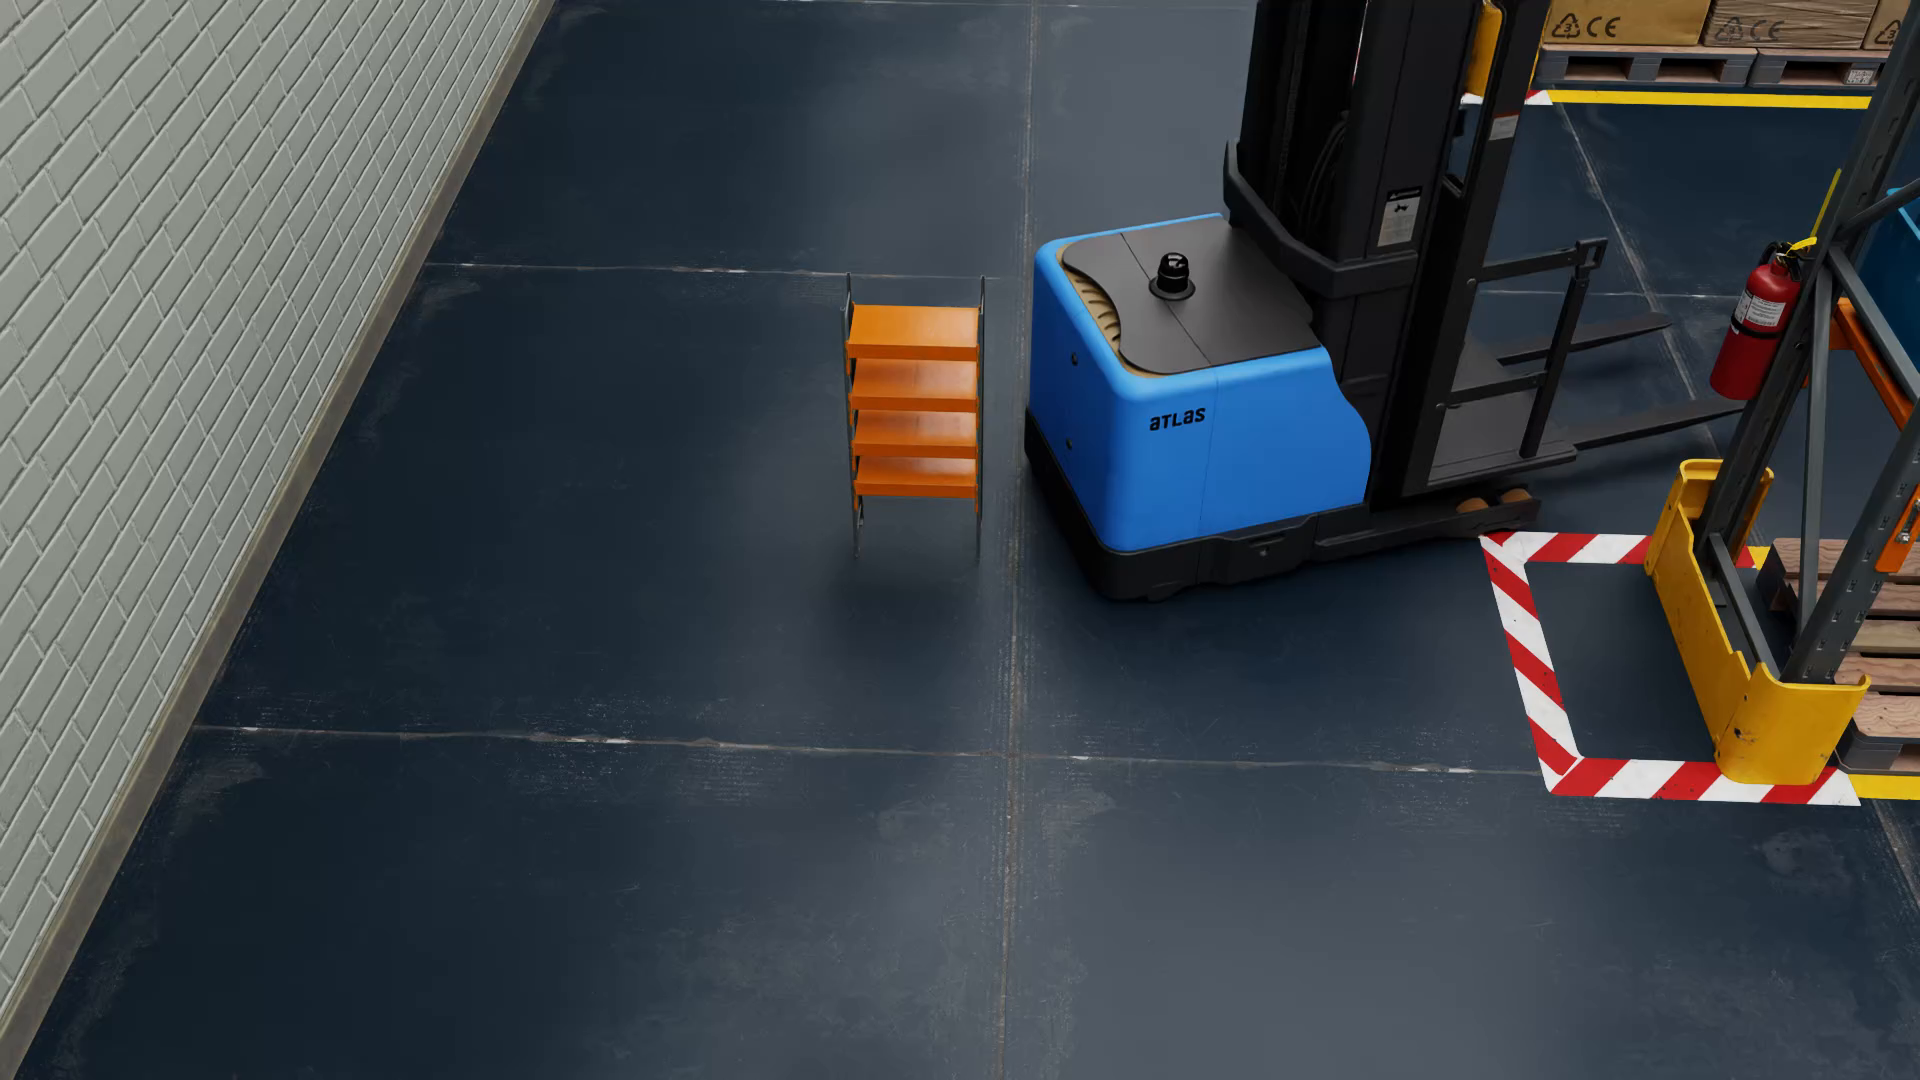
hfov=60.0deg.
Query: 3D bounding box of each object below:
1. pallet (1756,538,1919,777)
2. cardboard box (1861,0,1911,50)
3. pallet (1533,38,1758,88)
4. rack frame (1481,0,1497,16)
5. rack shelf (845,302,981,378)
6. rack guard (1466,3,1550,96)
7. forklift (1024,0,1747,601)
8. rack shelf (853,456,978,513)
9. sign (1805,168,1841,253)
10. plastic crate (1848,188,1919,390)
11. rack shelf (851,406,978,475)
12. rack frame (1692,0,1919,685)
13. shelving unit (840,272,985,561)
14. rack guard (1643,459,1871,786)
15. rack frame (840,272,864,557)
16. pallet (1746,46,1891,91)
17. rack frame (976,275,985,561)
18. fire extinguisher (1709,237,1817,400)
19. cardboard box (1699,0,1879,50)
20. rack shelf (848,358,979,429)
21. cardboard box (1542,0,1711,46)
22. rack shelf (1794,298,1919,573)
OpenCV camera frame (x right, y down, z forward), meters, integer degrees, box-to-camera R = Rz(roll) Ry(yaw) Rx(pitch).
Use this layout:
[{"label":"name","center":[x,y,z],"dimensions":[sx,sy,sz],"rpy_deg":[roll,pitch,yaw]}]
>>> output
[{"label":"pallet","center":[3.726,0.425,6.138],"dimensions":[1.213,0.211,1.003],"rpy_deg":[2,43,2]},{"label":"cardboard box","center":[5.568,-3.375,9.423],"dimensions":[0.875,0.875,0.875],"rpy_deg":[2,43,2]},{"label":"pallet","center":[3.929,-3.028,9.845],"dimensions":[1.213,0.211,1.003],"rpy_deg":[2,43,2]},{"label":"rack frame","center":[3.127,-4.019,8.864],"dimensions":[0.127,3.000,1.000],"rpy_deg":[2,43,2]},{"label":"rack shelf","center":[-0.165,-0.732,6.079],"dimensions":[0.480,0.148,0.258],"rpy_deg":[2,43,2]},{"label":"rack guard","center":[3.103,-3.105,9.717],"dimensions":[0.348,0.500,1.175],"rpy_deg":[2,43,2]},{"label":"forklift","center":[1.848,-1.413,6.116],"dimensions":[3.031,2.935,1.130],"rpy_deg":[-12,44,-12]},{"label":"rack shelf","center":[-0.165,-0.250,6.528],"dimensions":[0.480,0.148,0.258],"rpy_deg":[2,43,2]},{"label":"sign","center":[2.912,-1.081,5.591],"dimensions":[0.005,0.325,0.100],"rpy_deg":[2,43,2]},{"label":"plastic crate","center":[3.246,-0.798,5.337],"dimensions":[0.499,0.435,0.616],"rpy_deg":[2,43,2]},{"label":"rack shelf","center":[-0.165,-0.395,6.392],"dimensions":[0.480,0.148,0.258],"rpy_deg":[2,43,2]},{"label":"rack frame","center":[2.904,-0.647,5.244],"dimensions":[0.127,3.000,1.000],"rpy_deg":[2,43,2]},{"label":"shelving unit","center":[-0.165,-0.444,6.346],"dimensions":[0.503,1.200,0.258],"rpy_deg":[2,43,2]},{"label":"rack guard","center":[2.879,0.276,6.087],"dimensions":[0.348,0.500,1.175],"rpy_deg":[2,43,2]},{"label":"rack frame","center":[-0.409,-0.452,6.355],"dimensions":[0.015,1.200,0.240],"rpy_deg":[2,43,2]},{"label":"pallet","center":[5.144,-2.988,9.803],"dimensions":[1.213,0.211,1.003],"rpy_deg":[2,43,2]},{"label":"rack frame","center":[0.078,-0.437,6.338],"dimensions":[0.015,1.200,0.240],"rpy_deg":[2,43,2]},{"label":"fire extinguisher","center":[2.773,-0.796,5.734],"dimensions":[0.183,0.674,0.296],"rpy_deg":[2,43,2]},{"label":"cardboard box","center":[4.679,-3.402,9.452],"dimensions":[0.875,0.875,0.875],"rpy_deg":[2,43,2]},{"label":"rack shelf","center":[-0.165,-0.559,6.240],"dimensions":[0.480,0.148,0.258],"rpy_deg":[2,43,2]},{"label":"cardboard box","center":[3.770,-3.430,9.482],"dimensions":[0.875,0.875,0.875],"rpy_deg":[2,43,2]},{"label":"rack shelf","center":[4.902,-0.322,5.423],"dimensions":[4.000,0.370,1.077],"rpy_deg":[2,43,2]}]
